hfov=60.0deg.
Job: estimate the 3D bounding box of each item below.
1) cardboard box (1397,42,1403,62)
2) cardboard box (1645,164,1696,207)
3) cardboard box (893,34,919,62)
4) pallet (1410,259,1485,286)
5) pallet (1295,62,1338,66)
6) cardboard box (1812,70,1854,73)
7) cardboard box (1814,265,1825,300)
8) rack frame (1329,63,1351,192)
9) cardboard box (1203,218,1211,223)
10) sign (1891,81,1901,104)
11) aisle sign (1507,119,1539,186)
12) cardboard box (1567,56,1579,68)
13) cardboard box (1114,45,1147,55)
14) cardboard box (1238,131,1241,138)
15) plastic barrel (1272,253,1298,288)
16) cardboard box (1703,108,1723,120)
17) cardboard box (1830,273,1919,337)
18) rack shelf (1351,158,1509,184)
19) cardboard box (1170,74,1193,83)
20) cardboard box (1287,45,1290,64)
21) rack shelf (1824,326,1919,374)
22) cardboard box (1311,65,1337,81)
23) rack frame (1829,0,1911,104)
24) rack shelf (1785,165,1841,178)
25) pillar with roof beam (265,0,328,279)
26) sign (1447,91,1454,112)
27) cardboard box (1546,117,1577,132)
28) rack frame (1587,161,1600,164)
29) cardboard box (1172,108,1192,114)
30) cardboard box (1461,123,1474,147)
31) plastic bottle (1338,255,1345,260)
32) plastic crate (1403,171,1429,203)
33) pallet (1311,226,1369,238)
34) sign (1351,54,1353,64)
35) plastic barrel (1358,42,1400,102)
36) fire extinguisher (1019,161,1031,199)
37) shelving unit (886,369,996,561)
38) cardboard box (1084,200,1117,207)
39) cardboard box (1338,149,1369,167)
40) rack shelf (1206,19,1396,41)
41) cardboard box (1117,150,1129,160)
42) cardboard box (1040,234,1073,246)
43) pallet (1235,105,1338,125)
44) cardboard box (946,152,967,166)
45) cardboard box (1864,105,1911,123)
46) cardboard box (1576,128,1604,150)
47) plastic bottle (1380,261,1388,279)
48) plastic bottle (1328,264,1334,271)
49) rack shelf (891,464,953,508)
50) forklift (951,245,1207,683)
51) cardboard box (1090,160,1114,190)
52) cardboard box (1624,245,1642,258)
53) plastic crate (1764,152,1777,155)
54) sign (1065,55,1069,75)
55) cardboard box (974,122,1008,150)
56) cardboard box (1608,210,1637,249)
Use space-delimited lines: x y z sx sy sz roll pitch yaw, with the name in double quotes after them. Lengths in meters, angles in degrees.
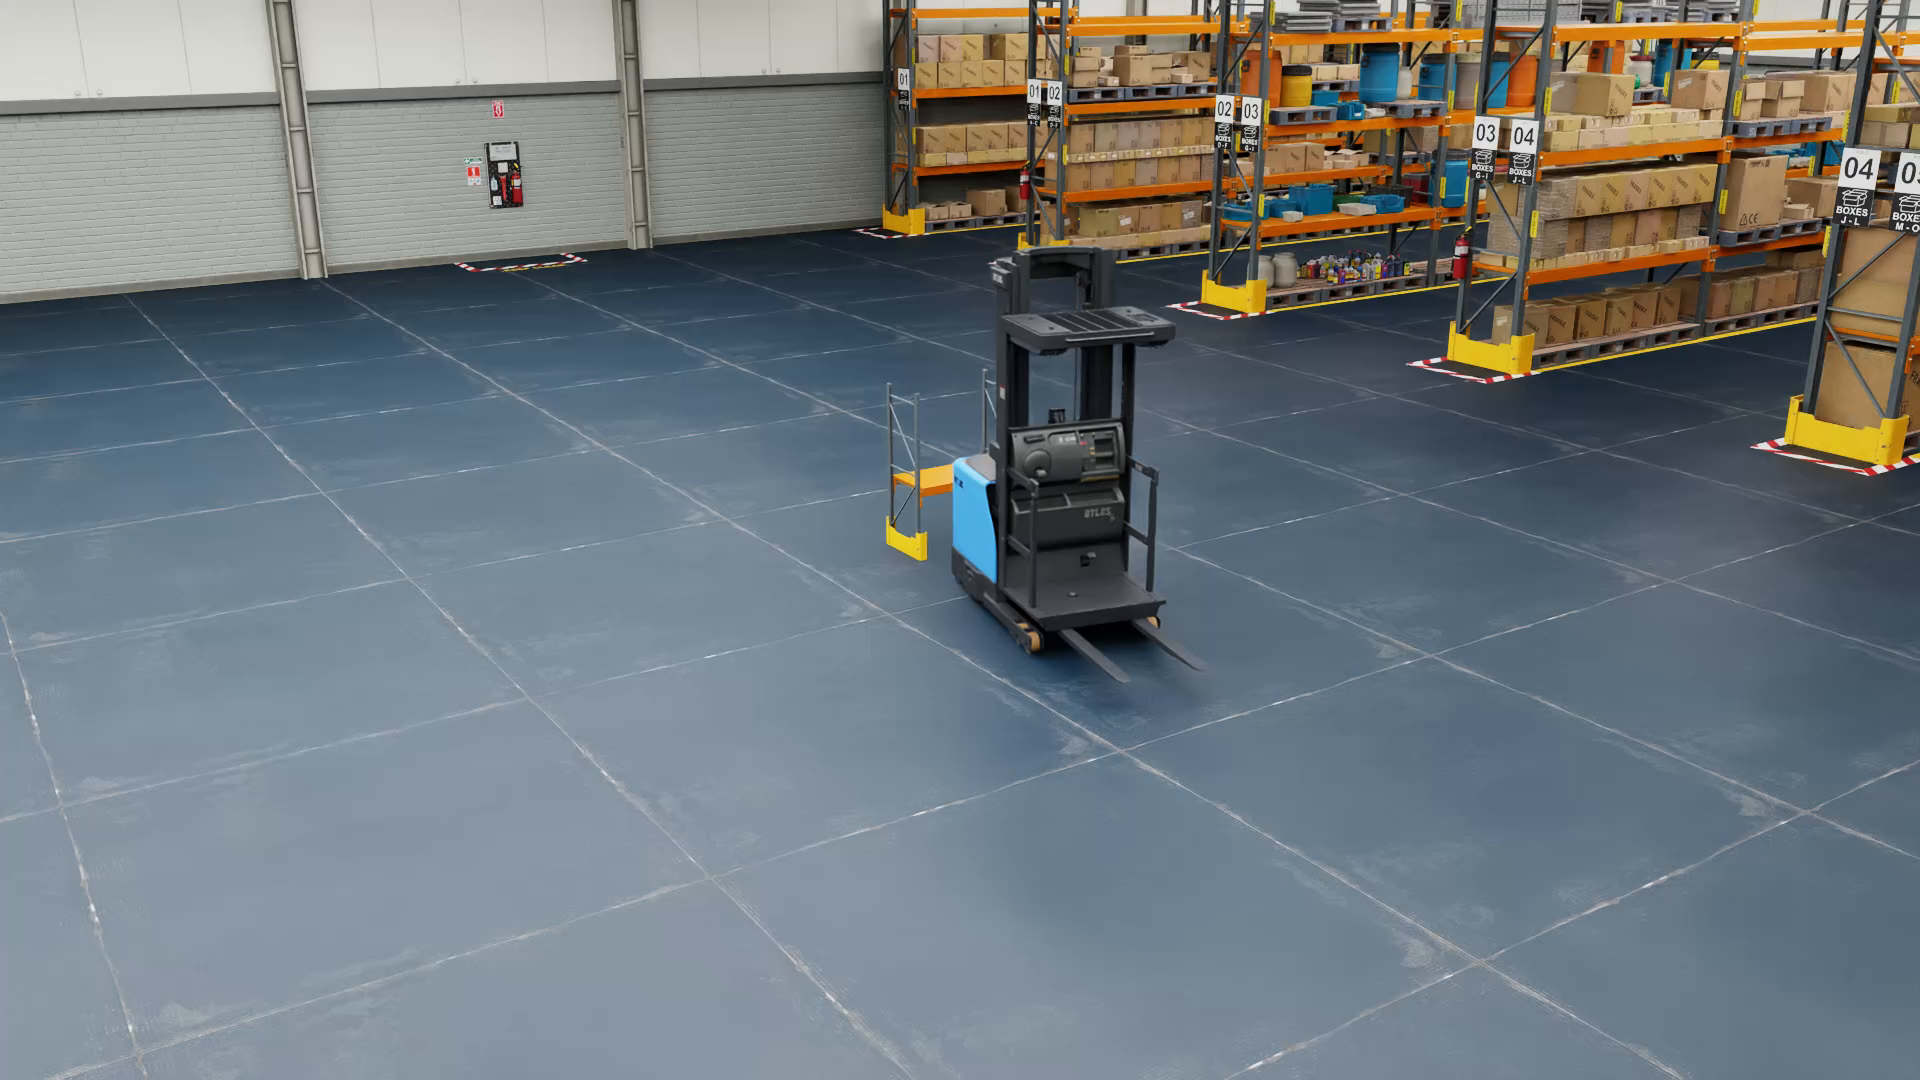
8.568 -9.810 33.177 0.500 0.500 0.500 -12 22 -31 "cardboard box"
9.663 -4.858 22.750 0.500 0.500 0.500 -12 22 -31 "cardboard box"
-0.993 -9.805 33.133 0.500 0.500 0.500 -11 21 -29 "cardboard box"
8.215 -4.590 28.493 1.213 0.211 1.003 -12 22 -31 "pallet"
8.075 -10.977 38.647 1.217 0.209 0.805 -13 23 -34 "pallet"
13.111 -6.834 25.154 0.500 0.500 0.500 -12 22 -31 "cardboard box"
13.097 -4.043 25.737 0.500 0.500 0.700 -13 23 -34 "cardboard box"
8.813 -9.822 39.613 0.127 3.000 1.000 -12 22 -31 "rack frame"
5.046 -6.135 32.346 0.500 0.250 0.500 -12 22 -32 "cardboard box"
13.942 -6.663 24.778 0.005 0.325 0.100 -12 22 -31 "sign"
7.077 -4.874 20.918 0.004 0.787 0.394 -12 22 -31 "aisle sign"
12.924 -10.277 35.729 0.500 0.250 0.500 -12 22 -31 "cardboard box"
3.663 -10.372 35.745 0.500 0.500 0.500 -13 23 -33 "cardboard box"
6.019 -9.332 37.513 0.500 0.500 0.500 -11 22 -30 "cardboard box"
5.166 -4.303 26.518 0.421 0.512 0.421 0 19 0 "plastic barrel"
10.192 -5.842 22.770 0.250 0.149 0.380 -11 22 -30 "cardboard box"
9.892 -2.537 17.832 0.550 0.550 0.875 -12 22 -31 "cardboard box"
9.871 -7.804 34.769 4.000 0.370 1.077 -12 22 -31 "rack shelf"
4.002 -8.370 30.153 0.250 0.149 0.380 -12 22 -31 "cardboard box"
7.135 -11.186 38.123 0.500 0.500 0.700 -12 22 -31 "cardboard box"
11.278 -2.400 18.784 4.000 0.370 1.077 -12 22 -31 "rack shelf"
6.940 -9.052 32.231 0.500 0.250 0.500 -12 22 -32 "cardboard box"
13.645 -7.984 24.811 0.127 3.000 1.000 -12 22 -31 "rack frame"
15.932 -7.183 32.932 4.000 0.370 1.077 -12 22 -31 "rack shelf"
-8.754 -7.639 23.791 0.400 9.000 9.100 -12 22 -31 "pillar with roof beam"
7.874 -7.039 26.684 0.005 0.325 0.100 -12 22 -31 "sign"
7.591 -5.278 21.103 0.250 0.149 0.380 -11 22 -30 "cardboard box"
10.921 -6.467 29.691 0.127 3.000 1.000 -12 22 -31 "rack frame"
4.940 -9.551 36.956 0.250 0.149 0.380 -17 25 -40 "cardboard box"
10.483 -8.582 35.134 0.500 0.500 0.700 -8 20 -23 "cardboard box"
6.360 -4.602 27.727 0.133 0.283 0.061 -11 21 -29 "plastic bottle"
7.817 -5.960 28.091 0.583 0.464 0.402 -12 22 -31 "plastic crate"
7.491 -6.337 33.660 1.213 0.211 1.003 -12 22 -31 "pallet"
7.903 -9.604 33.479 0.005 0.325 0.100 -12 22 -31 "sign"
6.690 -7.473 26.545 0.708 0.901 0.600 -12 22 -31 "plastic barrel"
1.165 -6.450 29.762 0.183 0.674 0.296 -12 22 -31 "fire extinguisher"
-0.064 -0.697 14.965 1.083 1.500 0.587 -12 22 -31 "shelving unit"
2.630 -5.989 30.744 0.500 0.500 0.500 -12 22 -31 "cardboard box"
7.872 -7.698 33.471 0.500 0.311 0.500 -10 21 -28 "cardboard box"
6.530 -9.752 31.788 4.000 0.370 1.077 -12 22 -31 "rack shelf"
2.826 -6.932 29.897 0.250 0.149 0.380 -13 23 -33 "cardboard box"
1.804 -5.453 30.330 0.500 0.250 0.500 -12 22 -31 "cardboard box"
4.985 -6.509 25.426 1.213 0.211 1.003 -12 22 -31 "pallet"
-0.201 -7.743 33.667 0.500 0.250 0.500 -13 22 -33 "cardboard box"
9.702 -4.465 17.420 0.250 0.149 0.380 -12 22 -31 "cardboard box"
7.936 -5.191 21.468 0.500 0.250 0.500 -12 22 -33 "cardboard box"
6.928 -4.420 27.190 0.133 0.283 0.061 -10 21 -28 "plastic bottle"
6.113 -4.449 27.403 0.097 0.201 0.097 0 19 0 "plastic bottle"
-0.071 -0.525 15.018 1.000 0.185 0.538 -12 22 -31 "rack shelf"
0.918 -0.673 12.660 1.130 2.935 3.031 -7 20 -19 "forklift"
2.352 -6.604 29.938 0.500 0.500 0.700 -11 22 -30 "cardboard box"
9.026 -3.942 22.614 0.250 0.149 0.380 -12 22 -31 "cardboard box"
16.116 -7.638 33.322 0.300 0.233 0.416 -12 22 -31 "plastic crate"
1.819 -8.107 28.368 0.005 0.325 0.100 -12 22 -31 "sign"
0.633 -8.273 34.065 0.500 0.500 0.500 -11 22 -30 "cardboard box"
8.655 -4.293 22.638 0.500 0.500 0.875 -12 22 -31 "cardboard box"
